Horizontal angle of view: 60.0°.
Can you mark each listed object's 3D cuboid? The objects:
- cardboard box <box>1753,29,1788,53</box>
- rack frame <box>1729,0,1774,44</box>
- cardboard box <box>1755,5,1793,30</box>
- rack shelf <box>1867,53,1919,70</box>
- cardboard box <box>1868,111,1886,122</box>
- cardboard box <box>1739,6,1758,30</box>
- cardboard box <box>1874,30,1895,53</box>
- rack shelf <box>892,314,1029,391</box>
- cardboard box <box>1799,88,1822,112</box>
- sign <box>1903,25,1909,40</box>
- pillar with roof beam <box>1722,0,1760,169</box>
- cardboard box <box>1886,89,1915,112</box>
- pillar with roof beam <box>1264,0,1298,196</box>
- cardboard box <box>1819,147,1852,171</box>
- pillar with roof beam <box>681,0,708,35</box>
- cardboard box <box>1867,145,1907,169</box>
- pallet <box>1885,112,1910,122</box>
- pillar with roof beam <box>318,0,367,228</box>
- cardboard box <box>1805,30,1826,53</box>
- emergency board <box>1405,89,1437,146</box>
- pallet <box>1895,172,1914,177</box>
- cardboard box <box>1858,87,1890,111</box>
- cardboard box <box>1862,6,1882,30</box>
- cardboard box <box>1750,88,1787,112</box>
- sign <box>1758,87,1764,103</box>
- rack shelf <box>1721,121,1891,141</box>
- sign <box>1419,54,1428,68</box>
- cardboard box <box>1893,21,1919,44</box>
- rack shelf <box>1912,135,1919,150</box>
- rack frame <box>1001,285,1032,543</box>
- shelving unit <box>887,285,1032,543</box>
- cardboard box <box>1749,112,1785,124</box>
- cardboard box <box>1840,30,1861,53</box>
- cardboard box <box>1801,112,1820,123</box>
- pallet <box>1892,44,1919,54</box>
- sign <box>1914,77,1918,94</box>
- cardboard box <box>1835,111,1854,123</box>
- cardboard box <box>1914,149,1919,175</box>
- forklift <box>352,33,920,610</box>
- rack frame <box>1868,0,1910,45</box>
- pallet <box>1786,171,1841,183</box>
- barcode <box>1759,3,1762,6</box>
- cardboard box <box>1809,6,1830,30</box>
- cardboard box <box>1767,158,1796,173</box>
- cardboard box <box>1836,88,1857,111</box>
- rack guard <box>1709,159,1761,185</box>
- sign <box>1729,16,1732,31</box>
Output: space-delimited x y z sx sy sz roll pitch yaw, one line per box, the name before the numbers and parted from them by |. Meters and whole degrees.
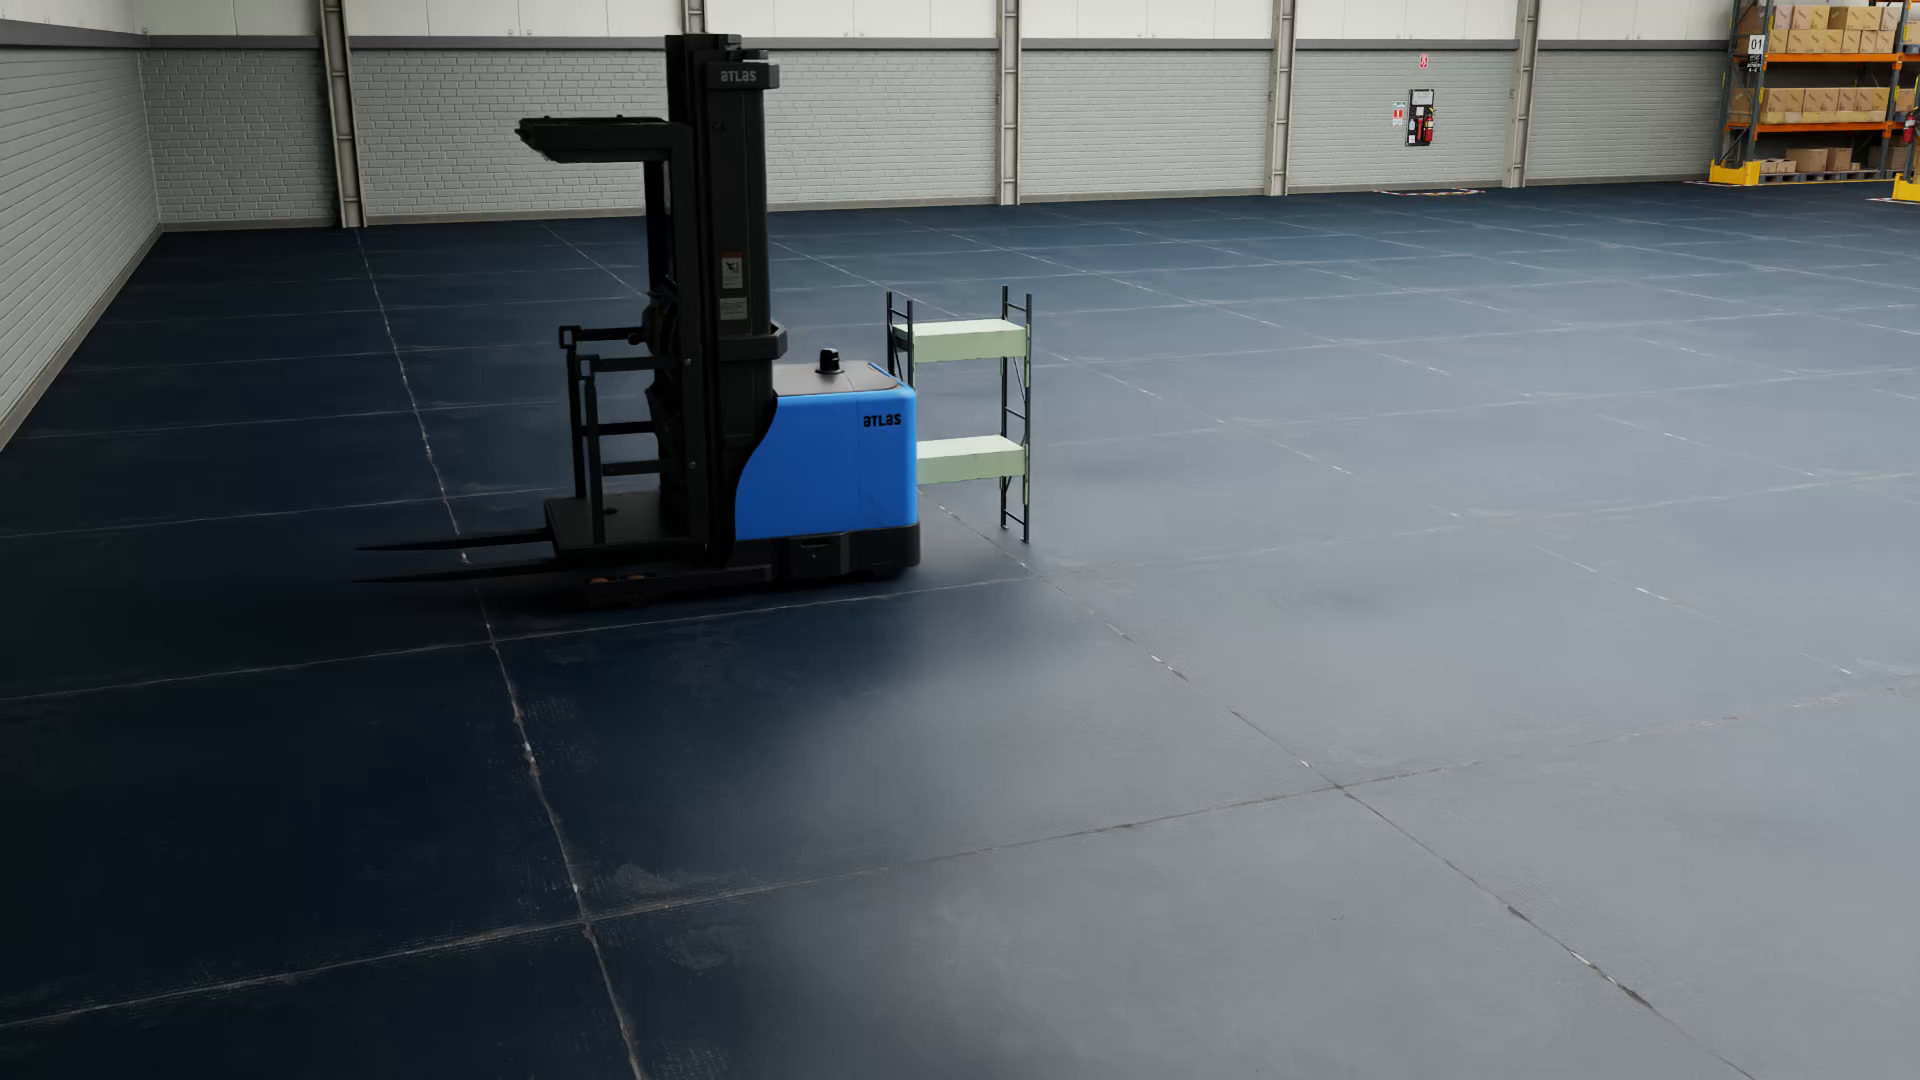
cardboard box | 17.787 -10.957 36.551 0.500 0.500 0.500 -6 17 -19
rack frame | 17.385 -12.371 36.254 0.127 3.000 1.000 -6 17 -20
cardboard box | 17.832 -11.444 36.434 0.500 0.500 0.500 -8 18 -24
rack shelf | 22.988 -11.191 38.838 4.000 0.370 1.077 -6 17 -20
cardboard box | 20.787 -9.706 38.057 0.500 0.250 0.500 -6 17 -20
cardboard box | 17.694 -11.581 36.901 0.500 0.500 0.500 -5 17 -18
cardboard box | 20.735 -11.276 37.638 0.500 0.500 0.500 -6 17 -19
rack shelf | -0.006 -1.093 9.775 0.720 0.370 0.431 -6 17 -20
cardboard box | 18.888 -9.857 37.239 0.500 0.500 0.500 -7 18 -22
sign | 21.322 -11.441 37.494 0.005 0.325 0.100 -6 17 -20
pillar with roof beam | 19.270 -11.536 33.412 0.400 9.000 9.100 -6 17 -20
cardboard box | 21.608 -10.197 38.541 0.500 0.500 0.700 -6 17 -20
pillar with roof beam | 8.064 -10.327 29.293 0.400 9.000 9.100 -6 17 -20
cardboard box | 20.166 -8.792 38.371 0.500 0.500 0.500 -8 18 -24
pillar with roof beam | -3.141 -9.117 25.173 0.400 9.000 9.100 -6 17 -20
cardboard box | 21.802 -8.986 39.031 0.500 0.500 0.700 -6 17 -18
pallet | 21.886 -9.843 38.632 1.213 0.211 1.003 -6 17 -20
pillar with roof beam | -8.744 -8.512 23.113 0.400 9.000 9.100 -6 17 -20
cardboard box | 18.785 -11.055 36.885 0.500 0.500 0.500 -5 17 -18
emergency board | 9.805 -8.947 35.241 0.643 1.169 0.194 -6 17 -20
pallet | 22.988 -8.761 39.557 1.213 0.211 1.003 -6 17 -20
cardboard box | 20.790 -10.064 37.946 0.500 0.500 0.500 -6 17 -20
cardboard box | 20.239 -11.692 37.279 0.500 0.500 0.500 -5 17 -17
cardboard box | 17.939 -9.759 36.907 0.500 0.500 0.500 -6 17 -20
sign | 17.580 -9.765 36.491 0.005 0.325 0.100 -6 17 -20
rack shelf | 19.253 -9.349 37.887 4.000 0.370 1.077 -6 17 -20
sign | 9.762 -10.084 35.000 0.199 0.298 0.001 -6 17 -20
cardboard box | 21.660 -11.619 38.093 0.500 0.500 0.500 -4 17 -12
rack shelf | 21.029 -8.046 33.450 4.000 0.370 1.077 -6 17 -20
rack frame | 0.336 -0.756 10.010 0.023 1.500 0.400 -6 17 -20
shelving unit | -0.006 -0.719 9.885 0.755 1.500 0.431 -6 17 -20
cardboard box | 17.955 -9.396 37.001 0.500 0.250 0.500 -7 18 -22
cardboard box | 19.757 -11.163 37.252 0.500 0.500 0.500 -7 18 -22
cardboard box | 18.912 -9.502 37.361 0.500 0.250 0.500 -6 18 -21
pallet | 21.735 -11.279 38.193 1.003 0.211 1.213 -6 17 -20
sign | 18.980 -9.003 32.957 0.005 0.325 0.100 -6 17 -20
cardboard box | 19.854 -9.603 37.707 0.500 0.250 0.500 -6 17 -20
cardboard box | 19.556 -7.564 33.336 0.500 0.500 0.500 -6 17 -20
forklift | -1.801 -1.203 8.992 3.031 2.935 1.130 -5 17 -17
rack frame | 21.120 -12.774 37.628 0.127 3.000 1.000 -6 17 -20
pallet | 19.365 -8.357 38.181 1.213 0.211 1.003 -6 17 -20
barcode | 17.869 -11.950 37.129 0.075 0.075 0.001 -6 17 -20
cardboard box | 18.793 -11.536 36.747 0.500 0.500 0.500 -6 17 -19
cardboard box | 18.596 -8.517 37.769 0.500 0.311 0.500 -5 17 -15
cardboard box | 19.852 -9.964 37.606 0.500 0.500 0.500 -7 18 -22
rack guard | 17.456 -8.301 37.478 0.348 0.500 1.175 -6 17 -20
sign | 17.205 -11.505 37.056 0.005 0.325 0.100 -6 17 -20
